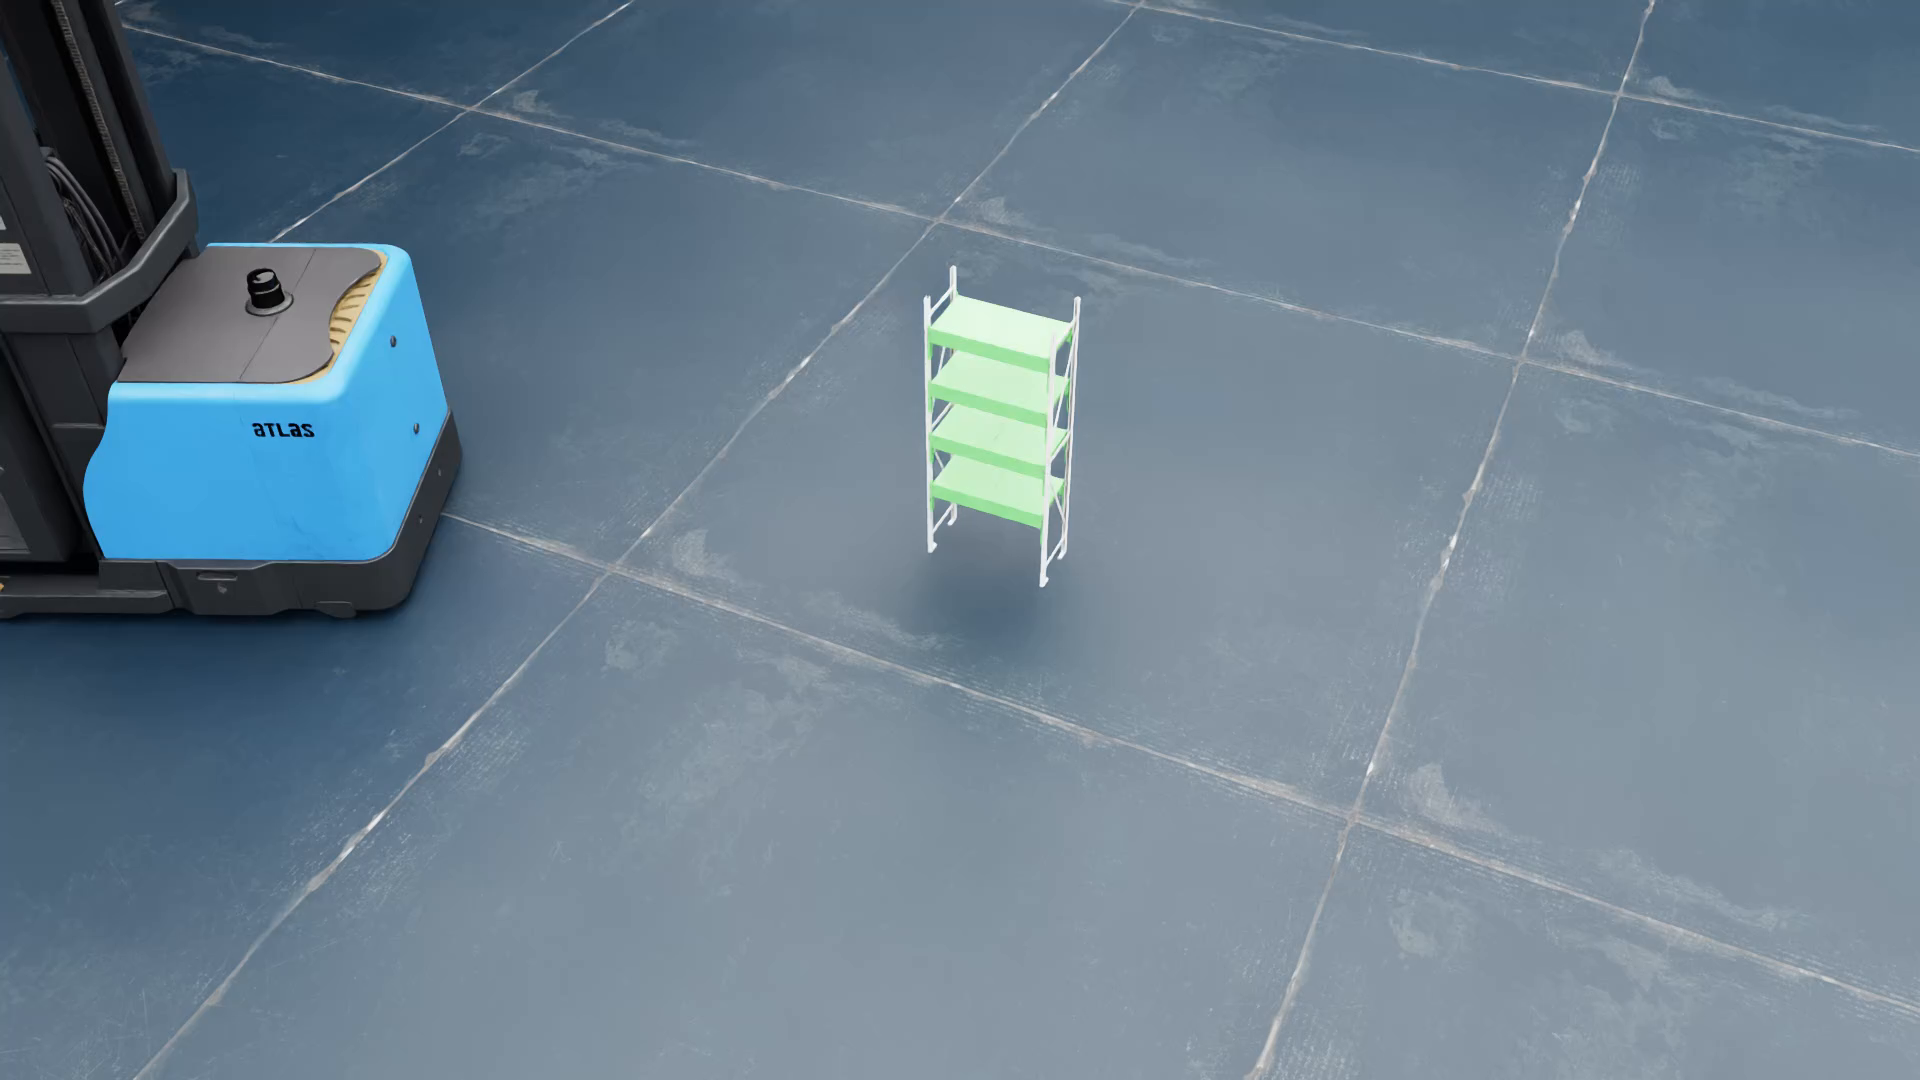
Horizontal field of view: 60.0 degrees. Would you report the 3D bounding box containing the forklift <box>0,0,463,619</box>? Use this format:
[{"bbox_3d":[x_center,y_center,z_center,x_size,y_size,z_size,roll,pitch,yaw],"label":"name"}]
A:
[{"bbox_3d":[-3.630,-1.144,5.832,3.031,2.935,1.130,1,41,1],"label":"forklift"}]

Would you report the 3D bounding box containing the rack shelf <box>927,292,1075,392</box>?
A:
[{"bbox_3d":[0.150,-0.722,6.032,0.480,0.148,0.258,17,44,19],"label":"rack shelf"}]

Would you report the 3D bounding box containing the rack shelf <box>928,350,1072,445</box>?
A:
[{"bbox_3d":[0.150,-0.541,6.189,0.480,0.148,0.258,17,44,19],"label":"rack shelf"}]

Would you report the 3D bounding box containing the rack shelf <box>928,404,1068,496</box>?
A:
[{"bbox_3d":[0.150,-0.359,6.346,0.480,0.148,0.258,17,44,19],"label":"rack shelf"}]

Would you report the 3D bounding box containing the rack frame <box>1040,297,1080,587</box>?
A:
[{"bbox_3d":[0.371,-0.340,6.226,0.015,1.200,0.240,17,44,19],"label":"rack frame"}]

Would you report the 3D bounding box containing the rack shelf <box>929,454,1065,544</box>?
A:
[{"bbox_3d":[0.150,-0.178,6.503,0.480,0.148,0.258,17,44,19],"label":"rack shelf"}]

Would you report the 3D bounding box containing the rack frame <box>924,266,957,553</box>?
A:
[{"bbox_3d":[-0.071,-0.475,6.382,0.015,1.200,0.240,17,44,19],"label":"rack frame"}]

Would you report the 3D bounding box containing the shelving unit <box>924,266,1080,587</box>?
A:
[{"bbox_3d":[0.150,-0.408,6.304,0.503,1.200,0.258,17,44,19],"label":"shelving unit"}]
